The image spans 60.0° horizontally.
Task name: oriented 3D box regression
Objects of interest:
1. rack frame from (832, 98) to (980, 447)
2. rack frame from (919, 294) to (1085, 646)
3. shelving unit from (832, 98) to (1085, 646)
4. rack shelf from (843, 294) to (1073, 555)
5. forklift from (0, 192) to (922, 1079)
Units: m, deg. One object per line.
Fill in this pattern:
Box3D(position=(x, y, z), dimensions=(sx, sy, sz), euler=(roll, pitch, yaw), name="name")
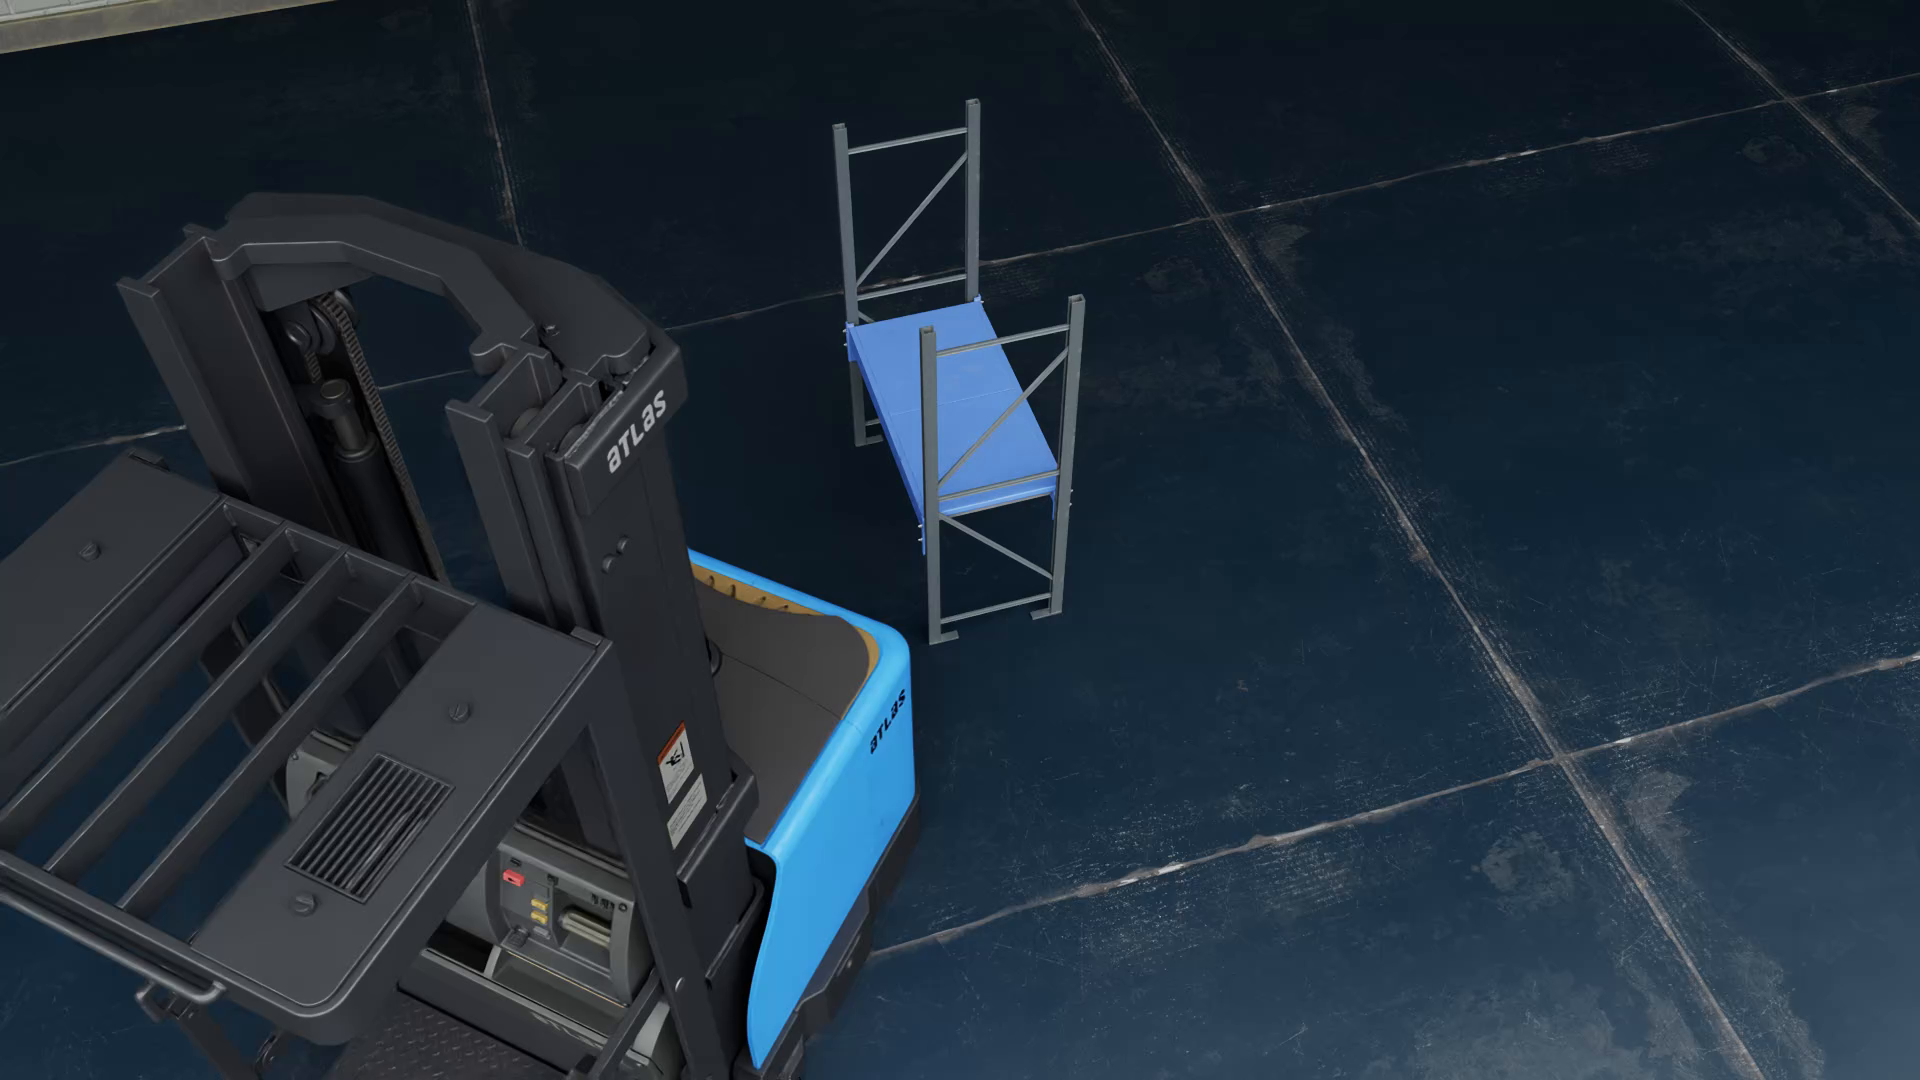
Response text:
Box3D(position=(-0.176, -0.917, 6.042), dimensions=(0.500, 1.500, 0.032), euler=(-13, 51, -11), name="rack frame")
Box3D(position=(0.125, -0.174, 5.416), dimensions=(0.500, 1.500, 0.032), euler=(-13, 51, -11), name="rack frame")
Box3D(position=(-0.025, -0.546, 5.729), dimensions=(0.538, 1.500, 1.048), euler=(-13, 51, -11), name="shelving unit")
Box3D(position=(-0.025, -0.430, 5.867), dimensions=(0.538, 0.185, 1.000), euler=(-13, 51, -11), name="rack shelf")
Box3D(position=(-1.214, 0.868, 3.601), dimensions=(1.130, 2.935, 3.031), euler=(20, 53, 16), name="forklift")
